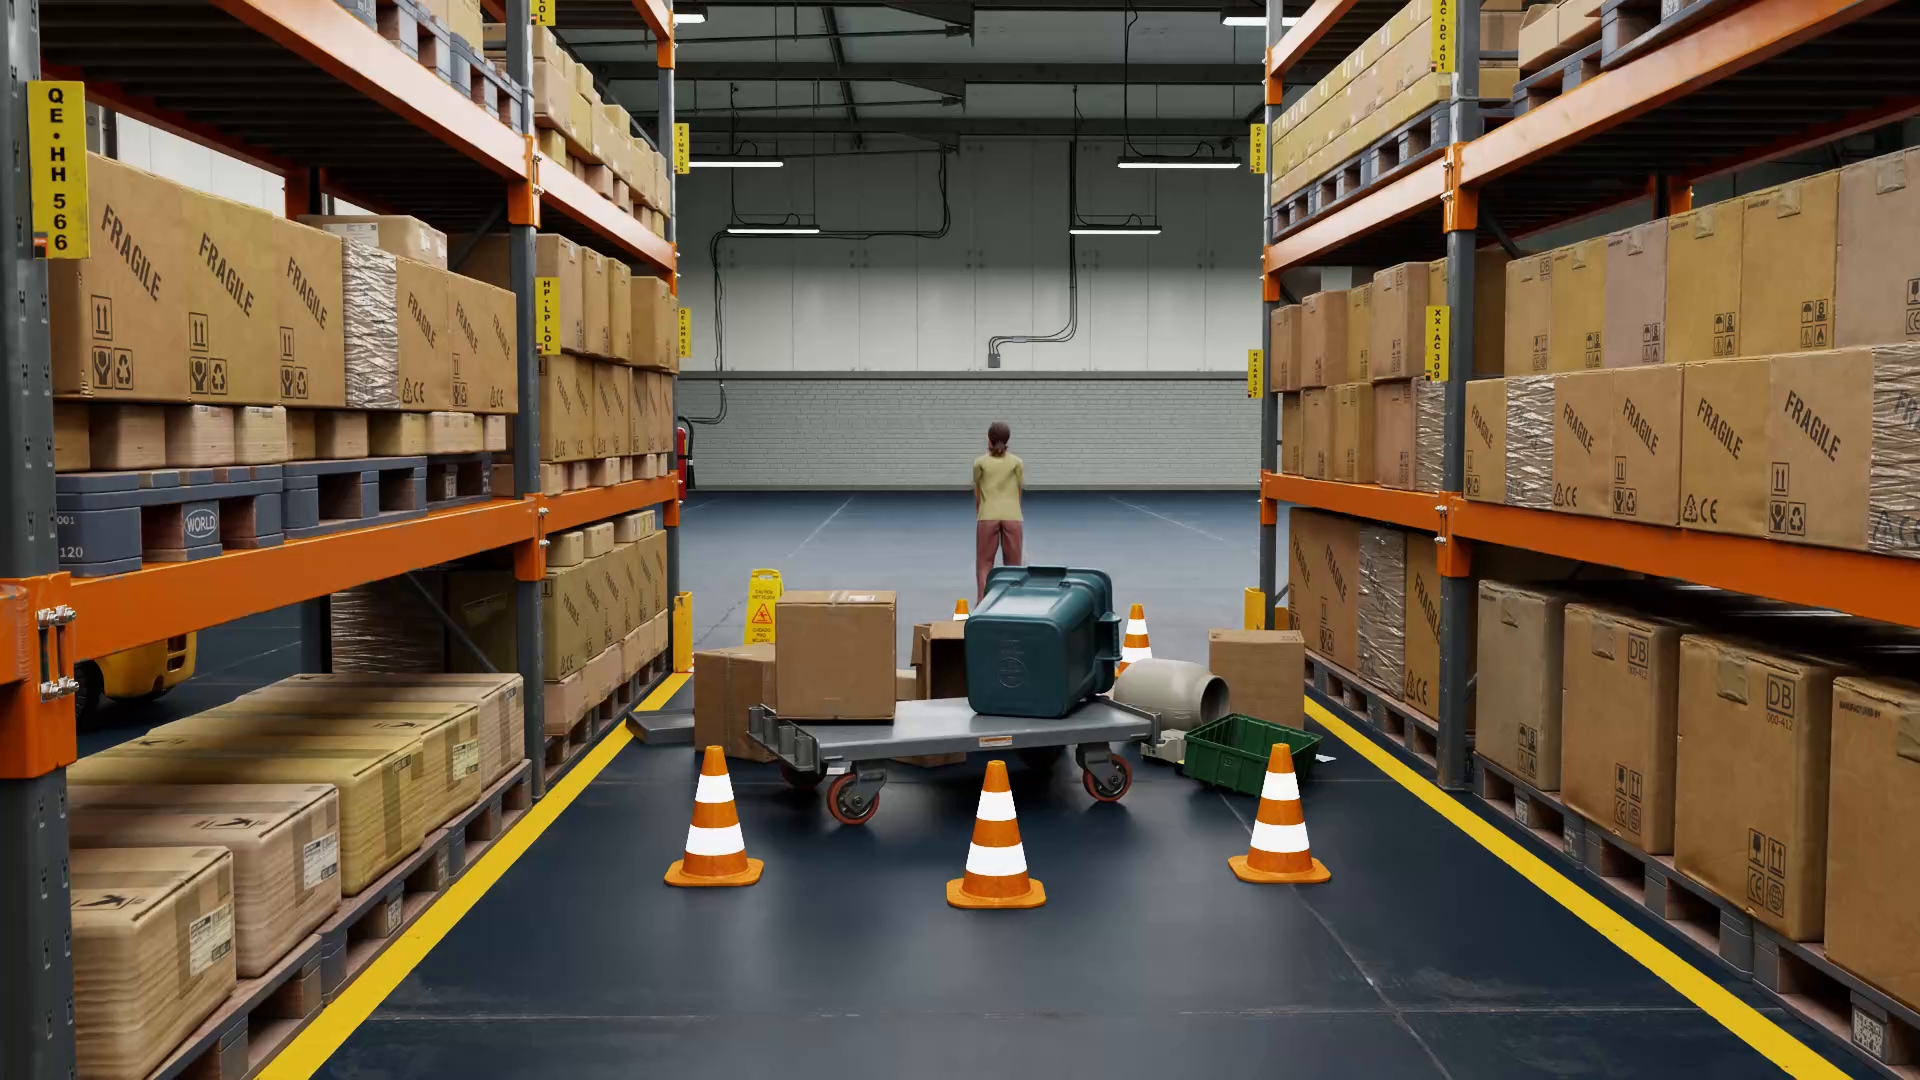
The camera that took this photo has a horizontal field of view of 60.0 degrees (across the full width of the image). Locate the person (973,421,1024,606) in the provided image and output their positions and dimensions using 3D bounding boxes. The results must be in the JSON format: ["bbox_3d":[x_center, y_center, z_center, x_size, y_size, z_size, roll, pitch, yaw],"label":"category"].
[{"bbox_3d":[0.303,-0.115,13.272,0.406,1.668,0.517,0,4,-2],"label":"person"}]
